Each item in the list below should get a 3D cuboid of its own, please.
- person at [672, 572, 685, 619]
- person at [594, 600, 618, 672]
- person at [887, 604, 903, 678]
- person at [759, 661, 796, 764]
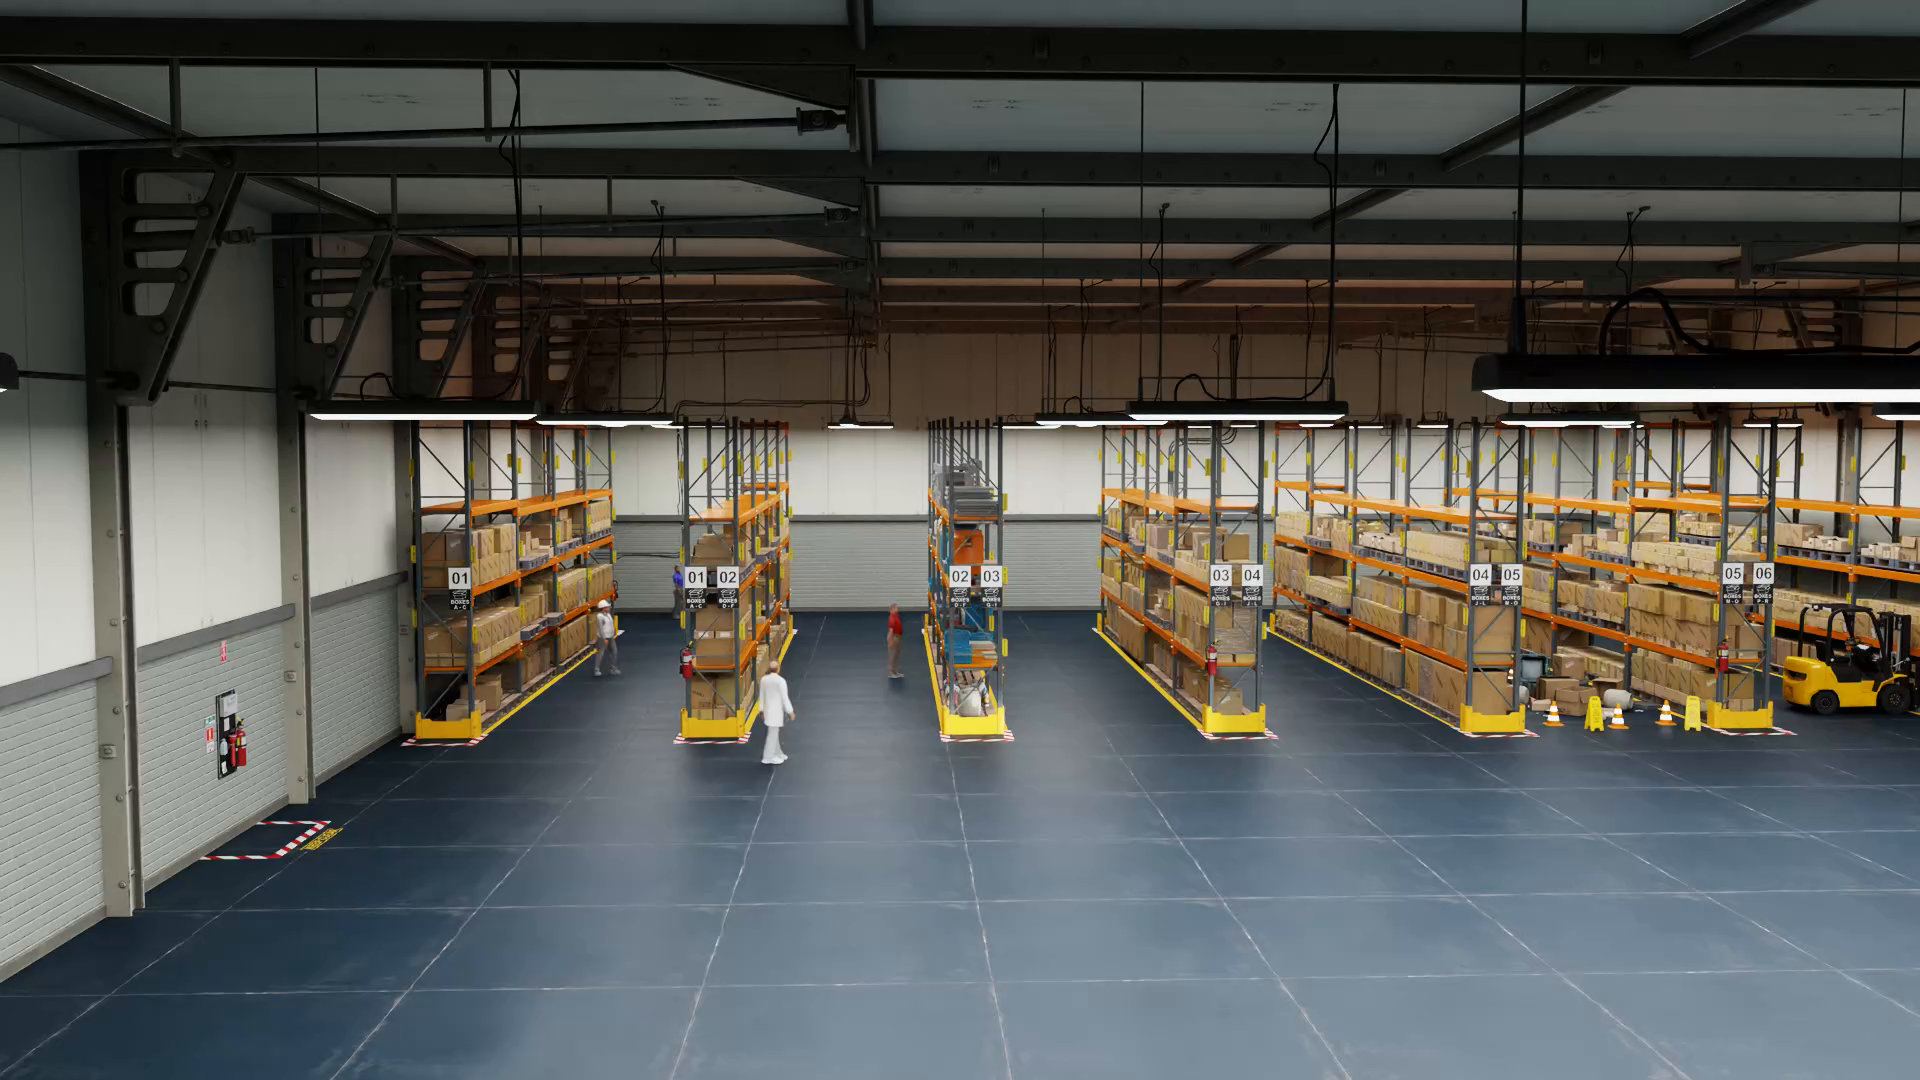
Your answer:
[{"bbox_3d":[-8.527,1.702,50.669,0.495,1.463,0.454,1,4,9],"label":"person"},{"bbox_3d":[-8.331,2.251,39.080,0.474,1.696,0.628,2,4,23],"label":"person"},{"bbox_3d":[-1.514,2.337,38.614,0.371,1.736,0.621,0,4,8],"label":"person"},{"bbox_3d":[-3.131,2.973,28.724,0.602,1.784,0.635,-2,4,-32],"label":"person"}]
